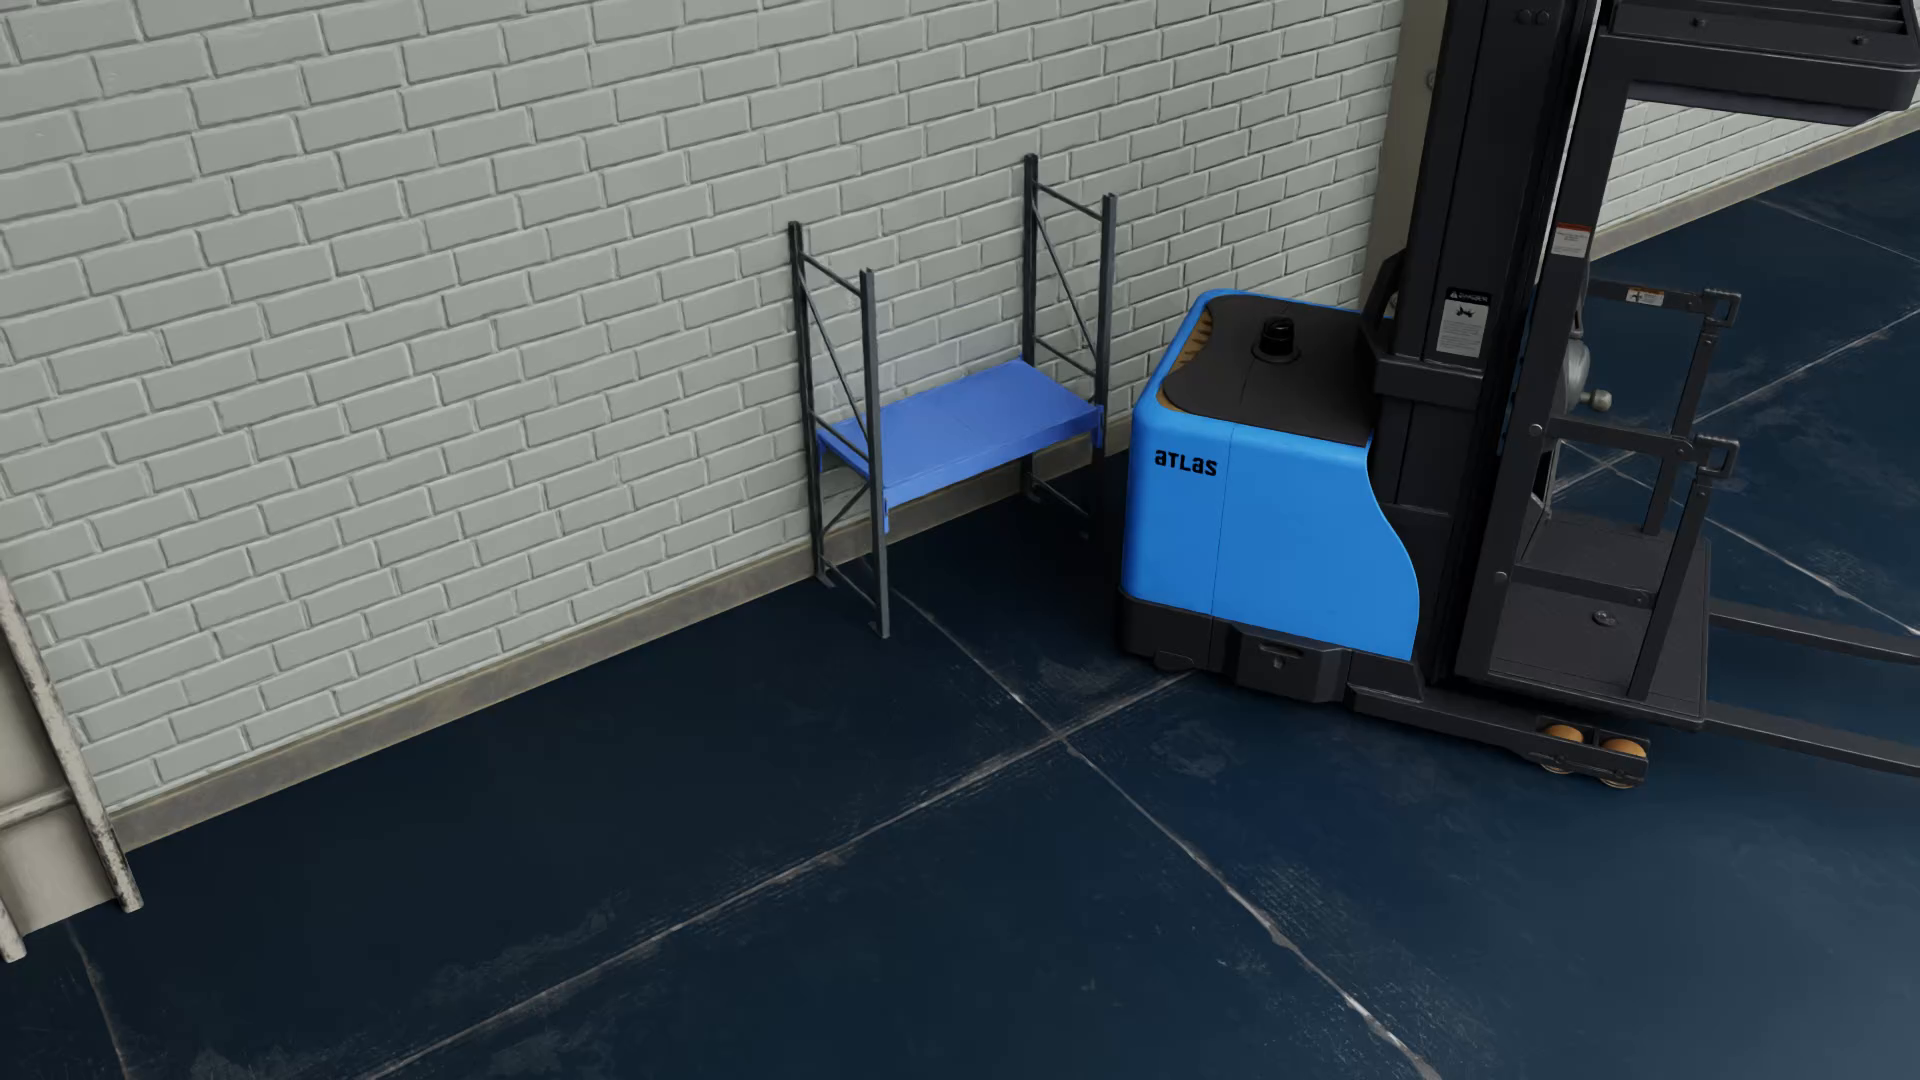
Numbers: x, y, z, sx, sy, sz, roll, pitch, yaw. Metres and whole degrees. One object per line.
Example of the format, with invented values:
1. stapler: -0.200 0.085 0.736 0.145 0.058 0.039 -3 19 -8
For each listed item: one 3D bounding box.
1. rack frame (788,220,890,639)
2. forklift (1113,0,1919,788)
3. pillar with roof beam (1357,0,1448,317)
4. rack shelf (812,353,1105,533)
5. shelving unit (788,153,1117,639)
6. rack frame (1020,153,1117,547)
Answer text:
1. rack frame: -0.426 -0.363 5.964 0.032 1.500 0.500 -22 40 -28
2. forklift: 2.134 -0.708 5.225 3.031 2.935 1.130 13 38 17
3. pillar with roof beam: 4.600 -2.486 2.499 0.400 9.000 9.100 -22 41 -28
4. rack shelf: -0.009 -0.387 6.304 1.000 0.185 0.538 -22 40 -28
5. shelving unit: -0.010 -0.534 6.201 1.048 1.500 0.538 -22 40 -28
6. rack frame: 0.405 -0.706 6.439 0.032 1.500 0.500 -22 40 -28
